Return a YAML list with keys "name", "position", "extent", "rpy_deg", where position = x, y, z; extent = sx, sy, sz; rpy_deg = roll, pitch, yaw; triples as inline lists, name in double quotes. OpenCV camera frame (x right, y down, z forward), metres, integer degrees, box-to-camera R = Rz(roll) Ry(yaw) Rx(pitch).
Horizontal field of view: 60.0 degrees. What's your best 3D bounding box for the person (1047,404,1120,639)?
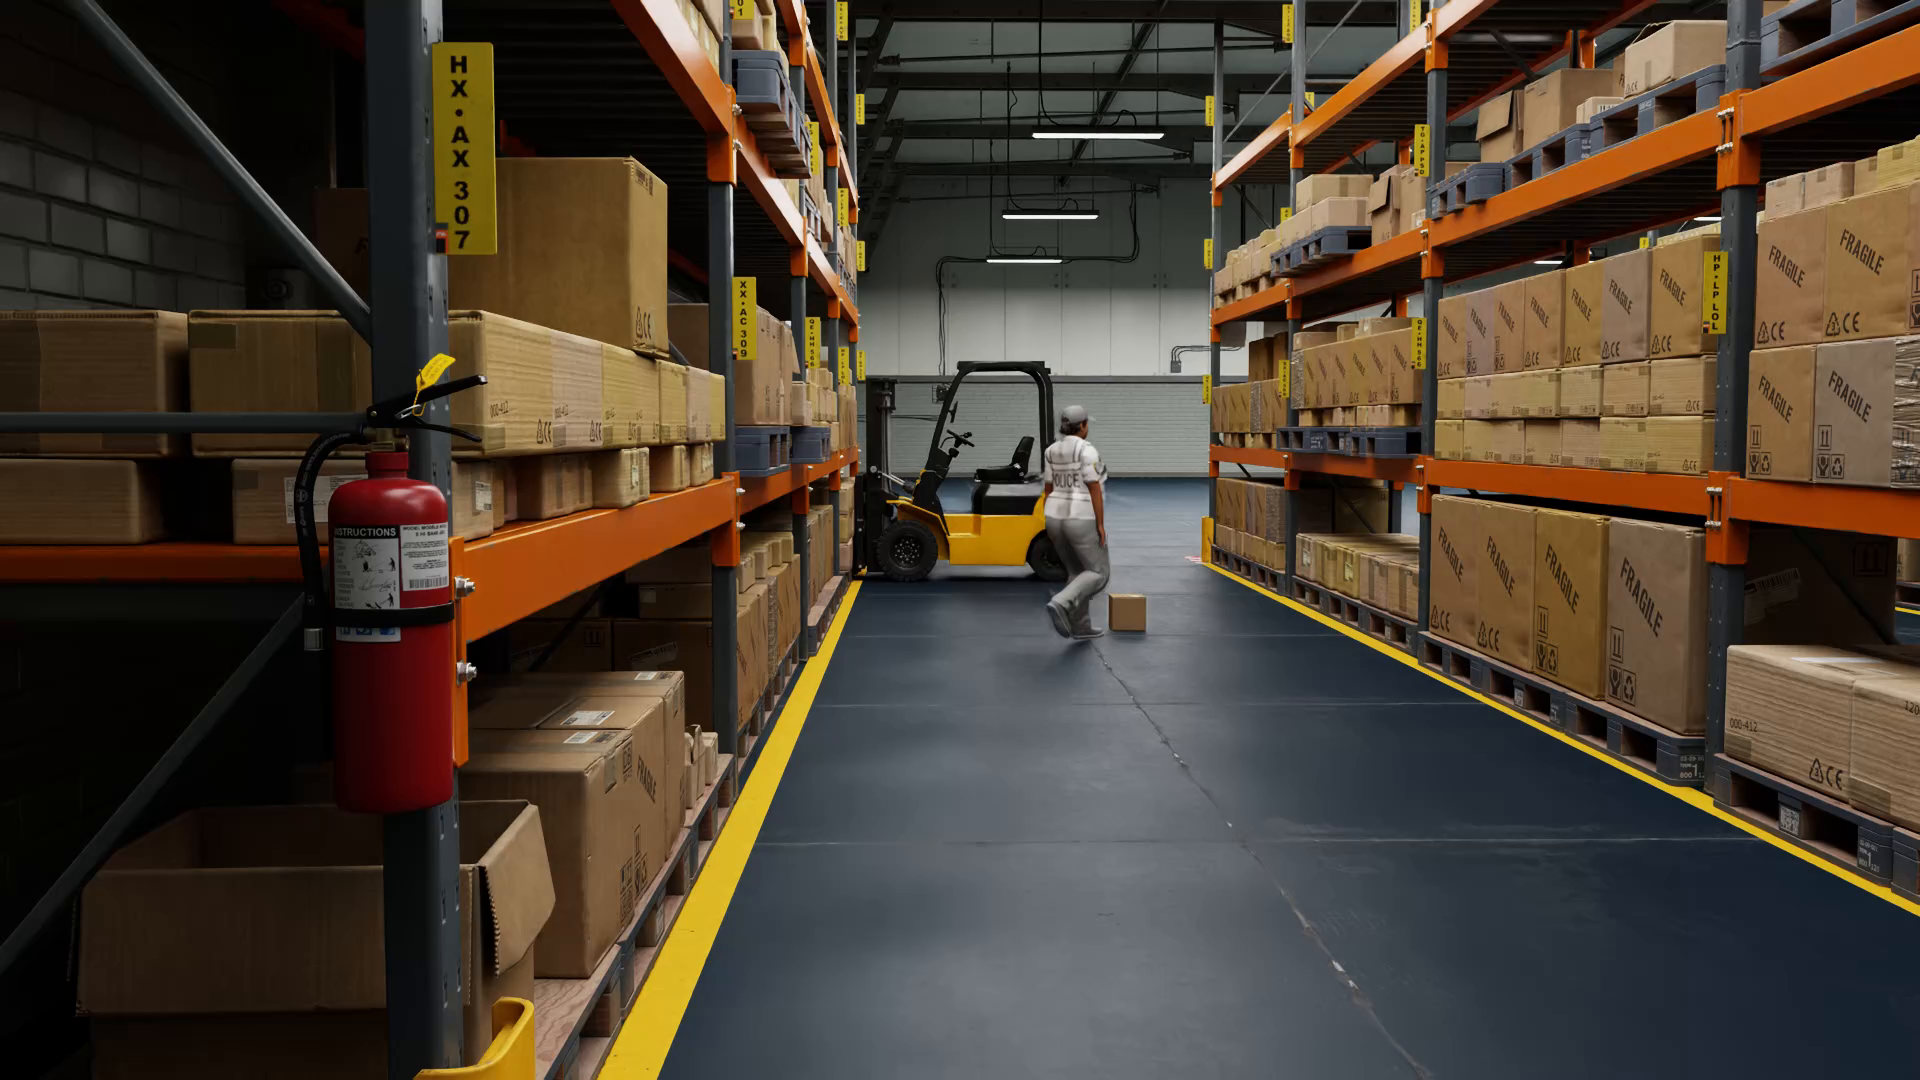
- name: "person"
  position: [0.827, -0.123, 11.567]
  extent: [0.575, 1.646, 0.508]
  rpy_deg: [-3, 5, -42]
